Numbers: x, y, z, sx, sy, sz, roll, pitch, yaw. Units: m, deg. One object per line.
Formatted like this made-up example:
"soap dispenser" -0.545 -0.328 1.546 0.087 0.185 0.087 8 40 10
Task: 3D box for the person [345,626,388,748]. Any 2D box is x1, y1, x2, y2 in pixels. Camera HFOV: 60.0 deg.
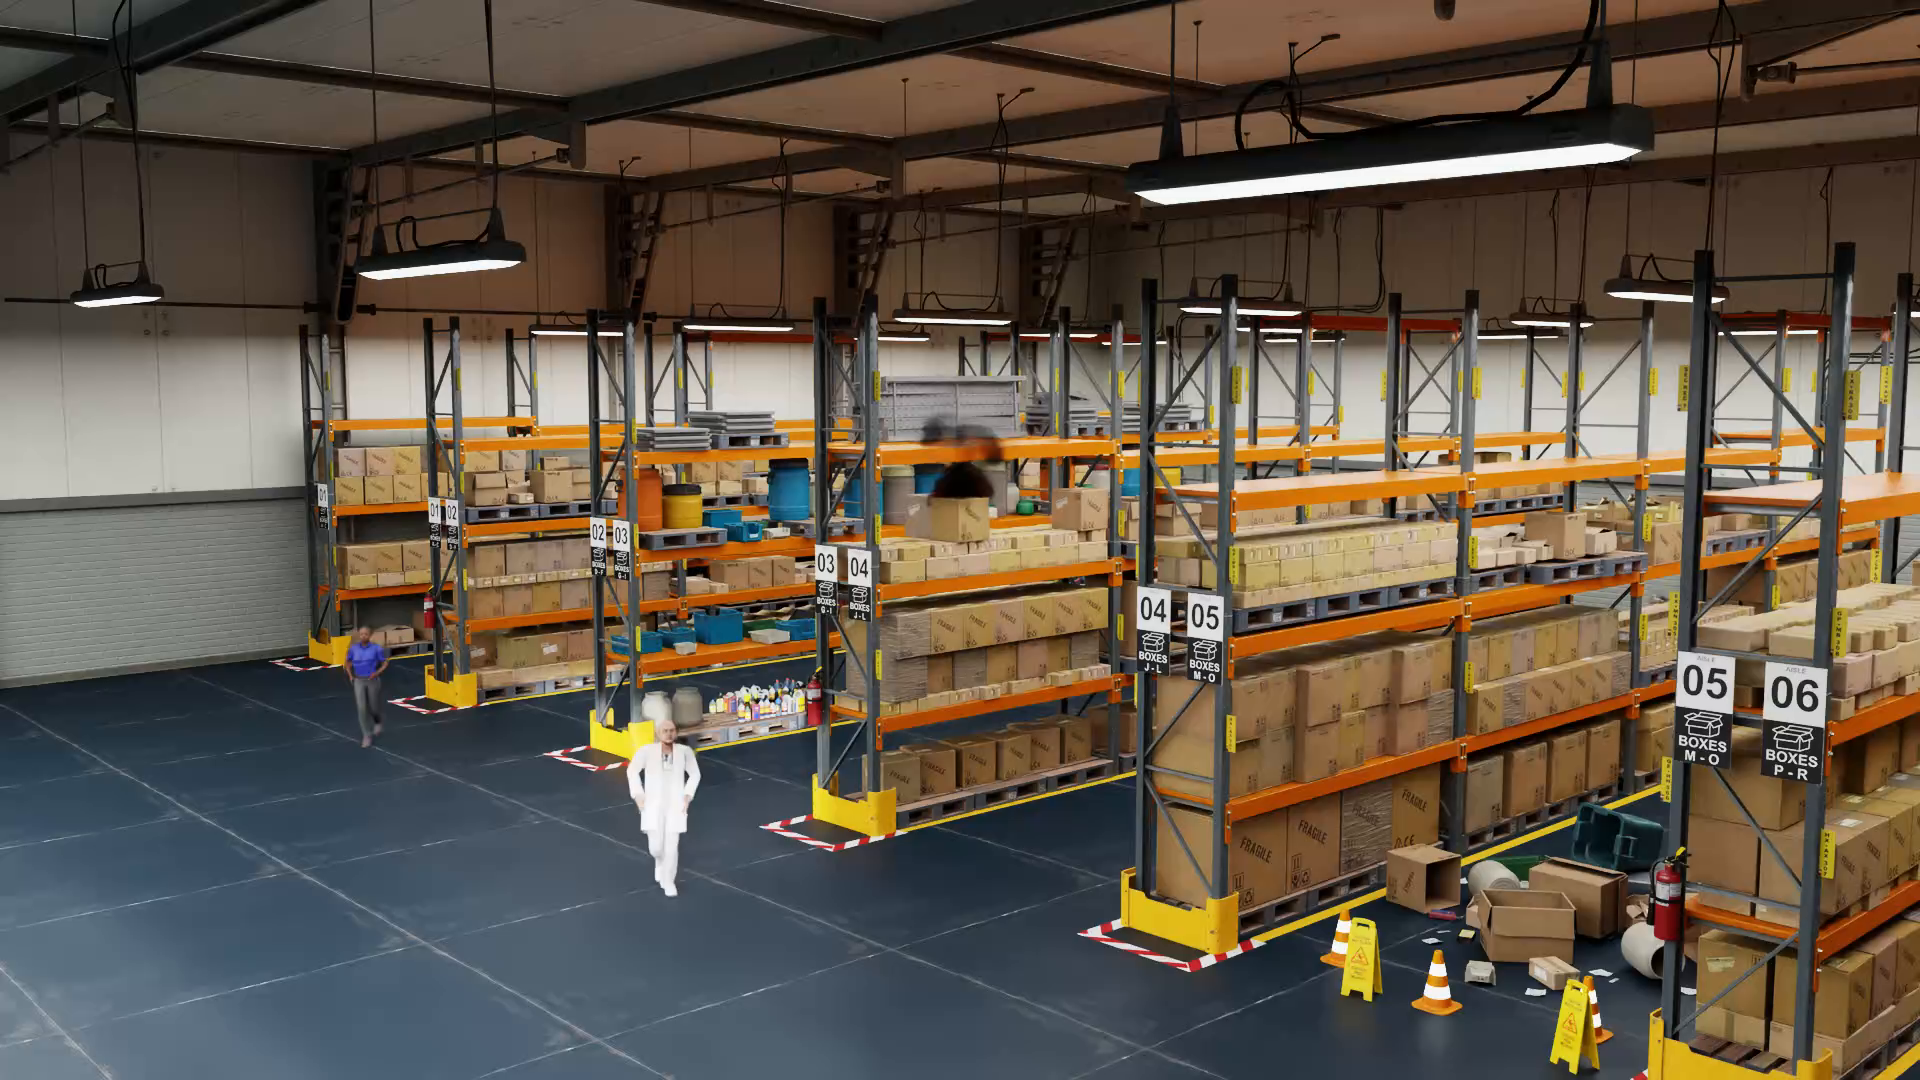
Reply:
"person" -8.274 2.017 23.184 0.585 1.651 0.705 -1 6 -12

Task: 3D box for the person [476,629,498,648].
"person" -8.145 1.362 28.914 0.652 1.792 0.827 5 8 42

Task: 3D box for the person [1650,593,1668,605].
"person" 10.824 1.703 25.753 0.853 1.787 0.671 -5 7 -39

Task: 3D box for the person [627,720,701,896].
"person" -2.922 2.645 16.486 0.715 1.742 0.588 -1 6 -14
